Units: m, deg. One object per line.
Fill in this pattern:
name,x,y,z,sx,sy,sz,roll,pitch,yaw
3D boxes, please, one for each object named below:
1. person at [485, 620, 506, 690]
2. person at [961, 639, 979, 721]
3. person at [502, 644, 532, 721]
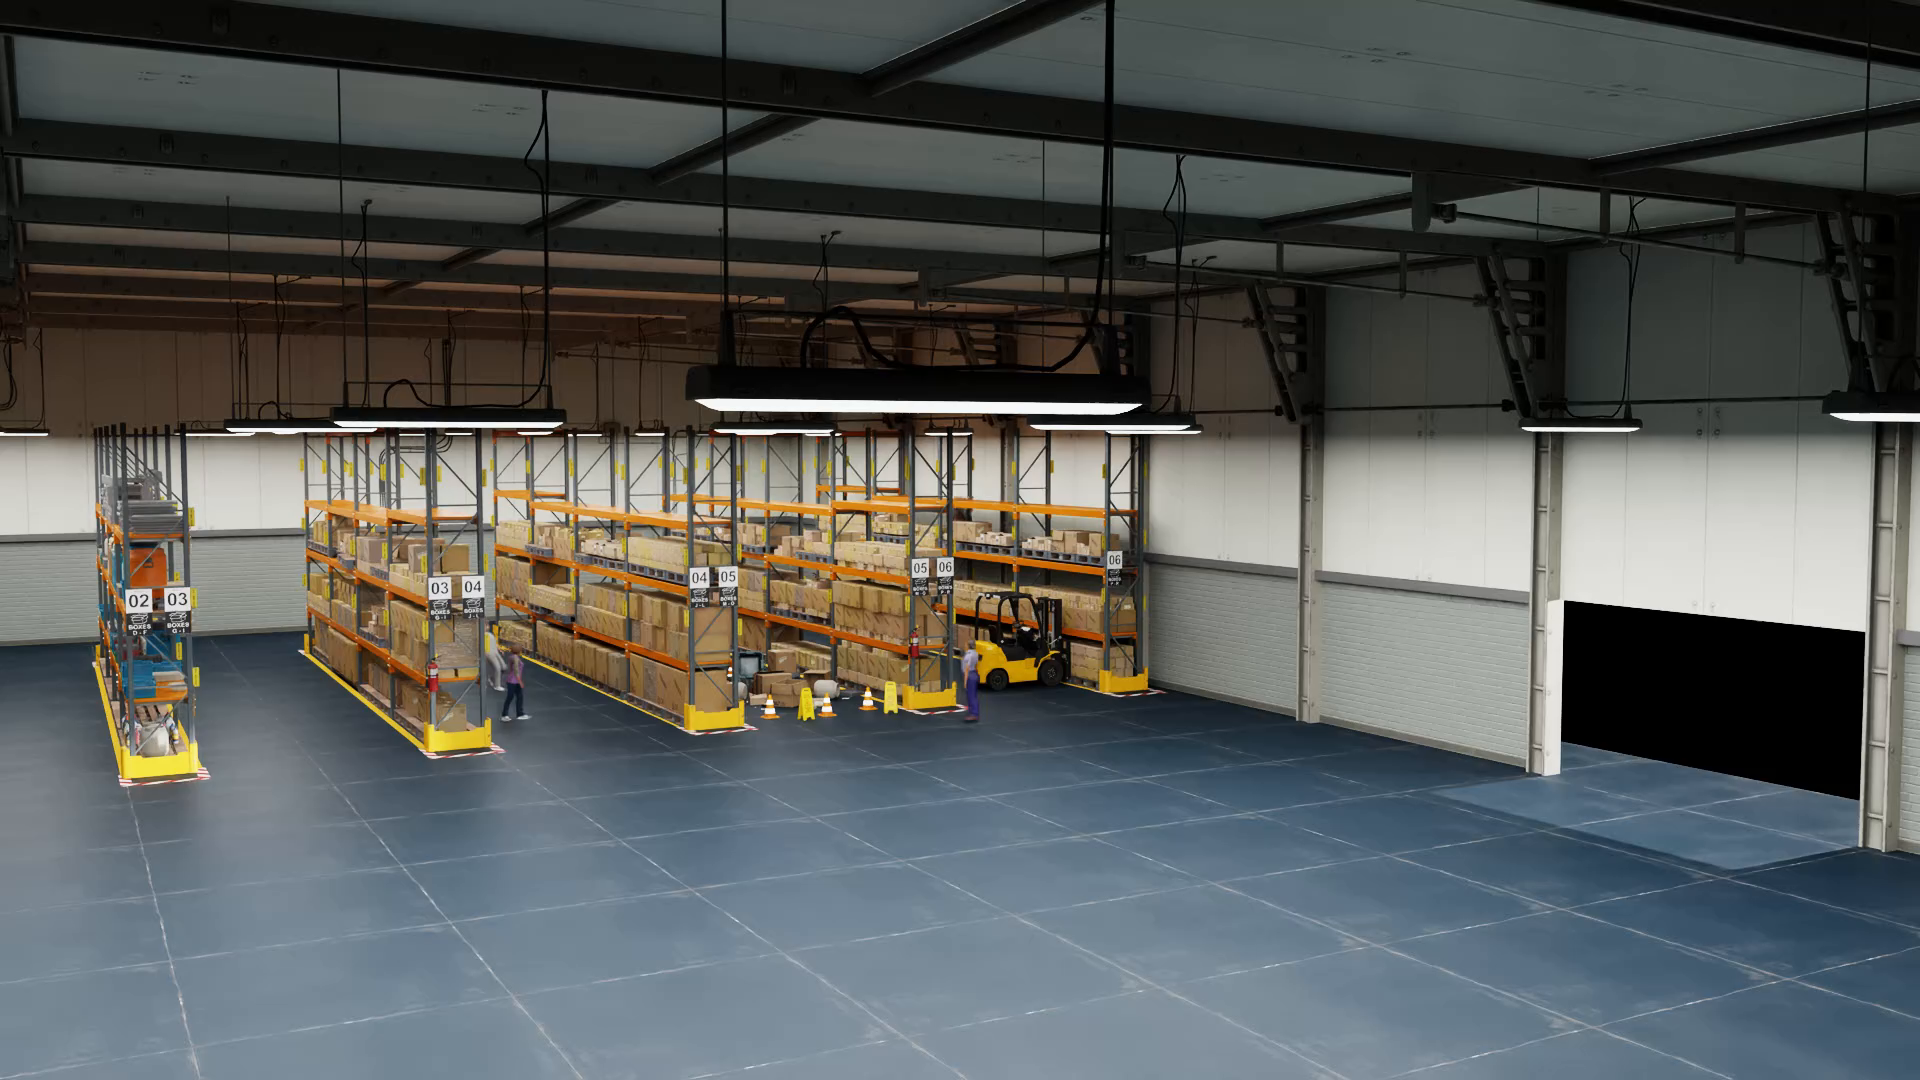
person,-10.699,2.637,38.110,0.669,1.594,0.497,1,4,22
person,0.206,2.893,33.873,0.379,1.585,0.521,0,3,6
person,-9.035,2.890,33.759,0.580,1.580,0.445,0,3,-4
